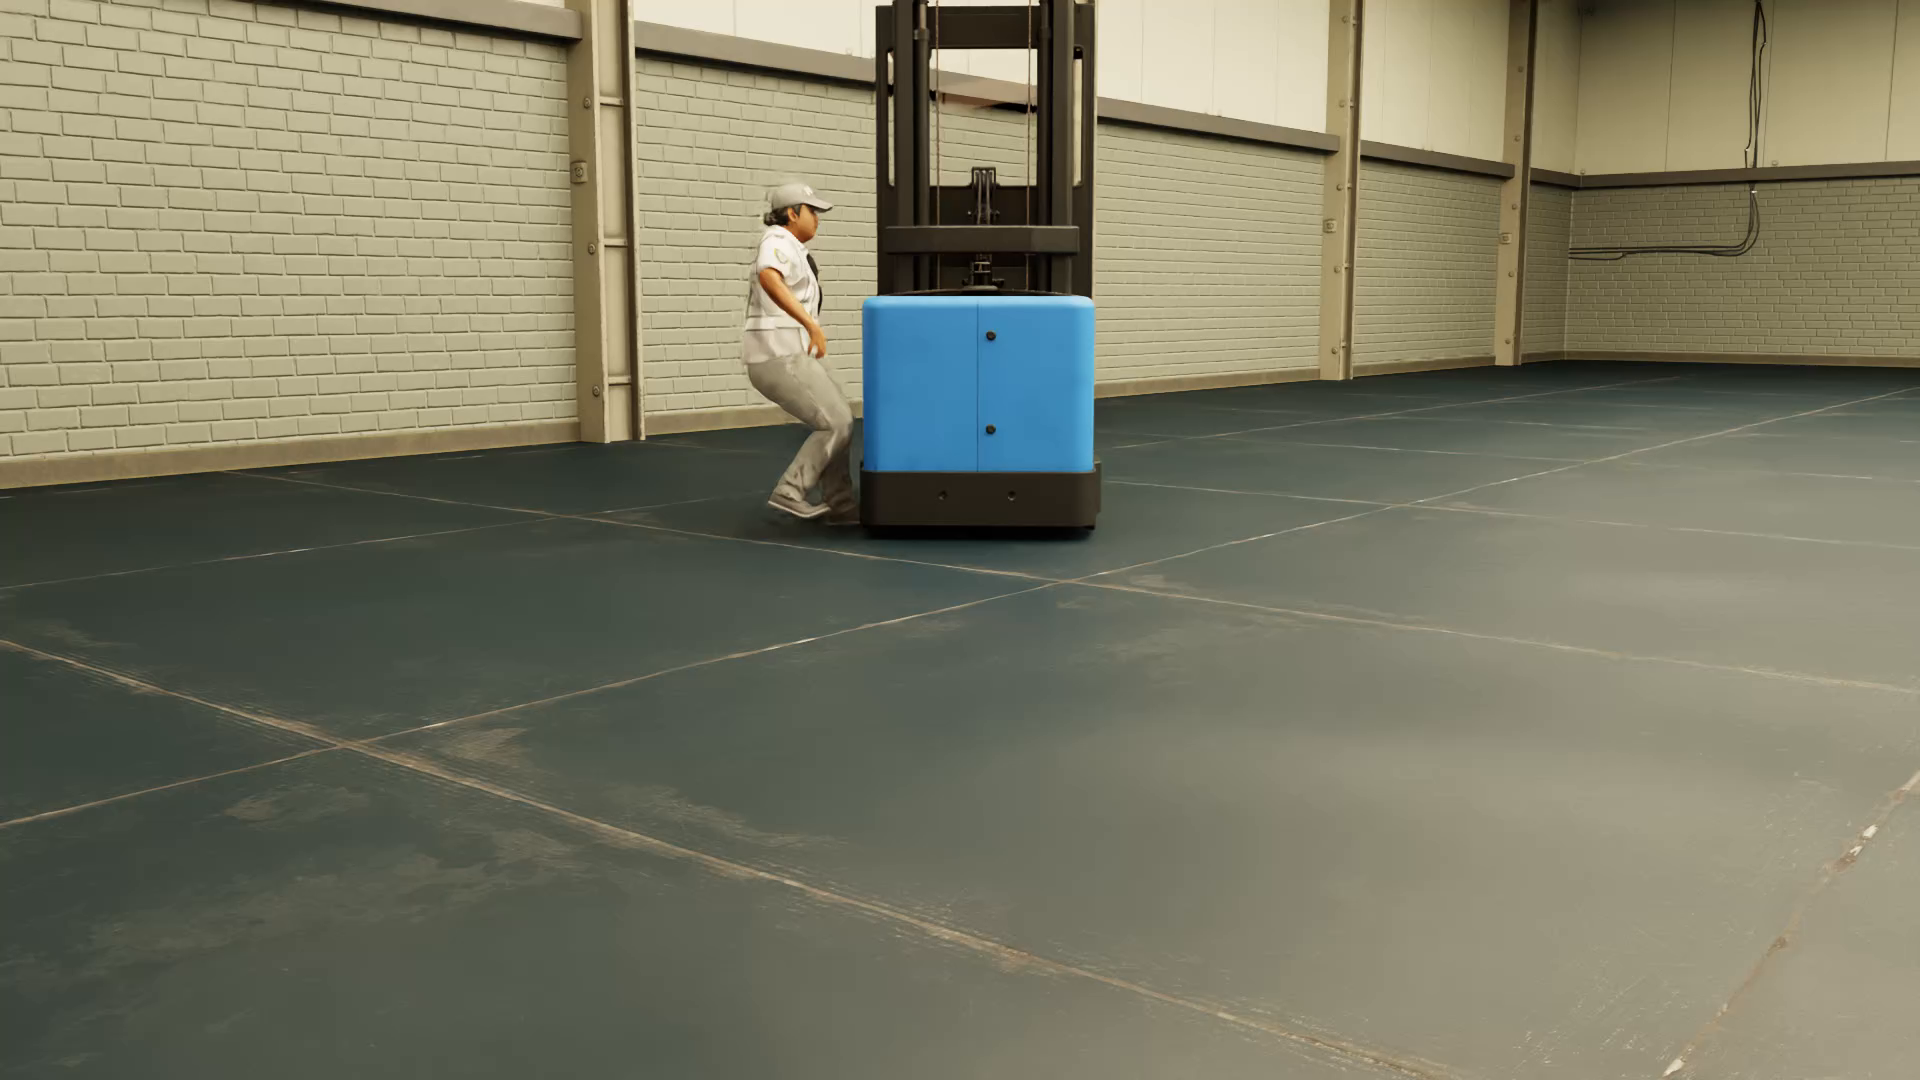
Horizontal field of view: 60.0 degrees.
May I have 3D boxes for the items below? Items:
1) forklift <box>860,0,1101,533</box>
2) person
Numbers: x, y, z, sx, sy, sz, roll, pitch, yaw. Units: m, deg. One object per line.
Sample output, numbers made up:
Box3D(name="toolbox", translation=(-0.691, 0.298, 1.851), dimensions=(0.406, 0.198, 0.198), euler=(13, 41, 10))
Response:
Box3D(name="forklift", translation=(0.134, -1.659, 8.618), dimensions=(1.130, 2.935, 3.031), euler=(0, 8, 2))
Box3D(name="person", translation=(-0.665, -0.826, 7.603), dimensions=(0.665, 1.585, 0.890), euler=(0, 8, -3))
